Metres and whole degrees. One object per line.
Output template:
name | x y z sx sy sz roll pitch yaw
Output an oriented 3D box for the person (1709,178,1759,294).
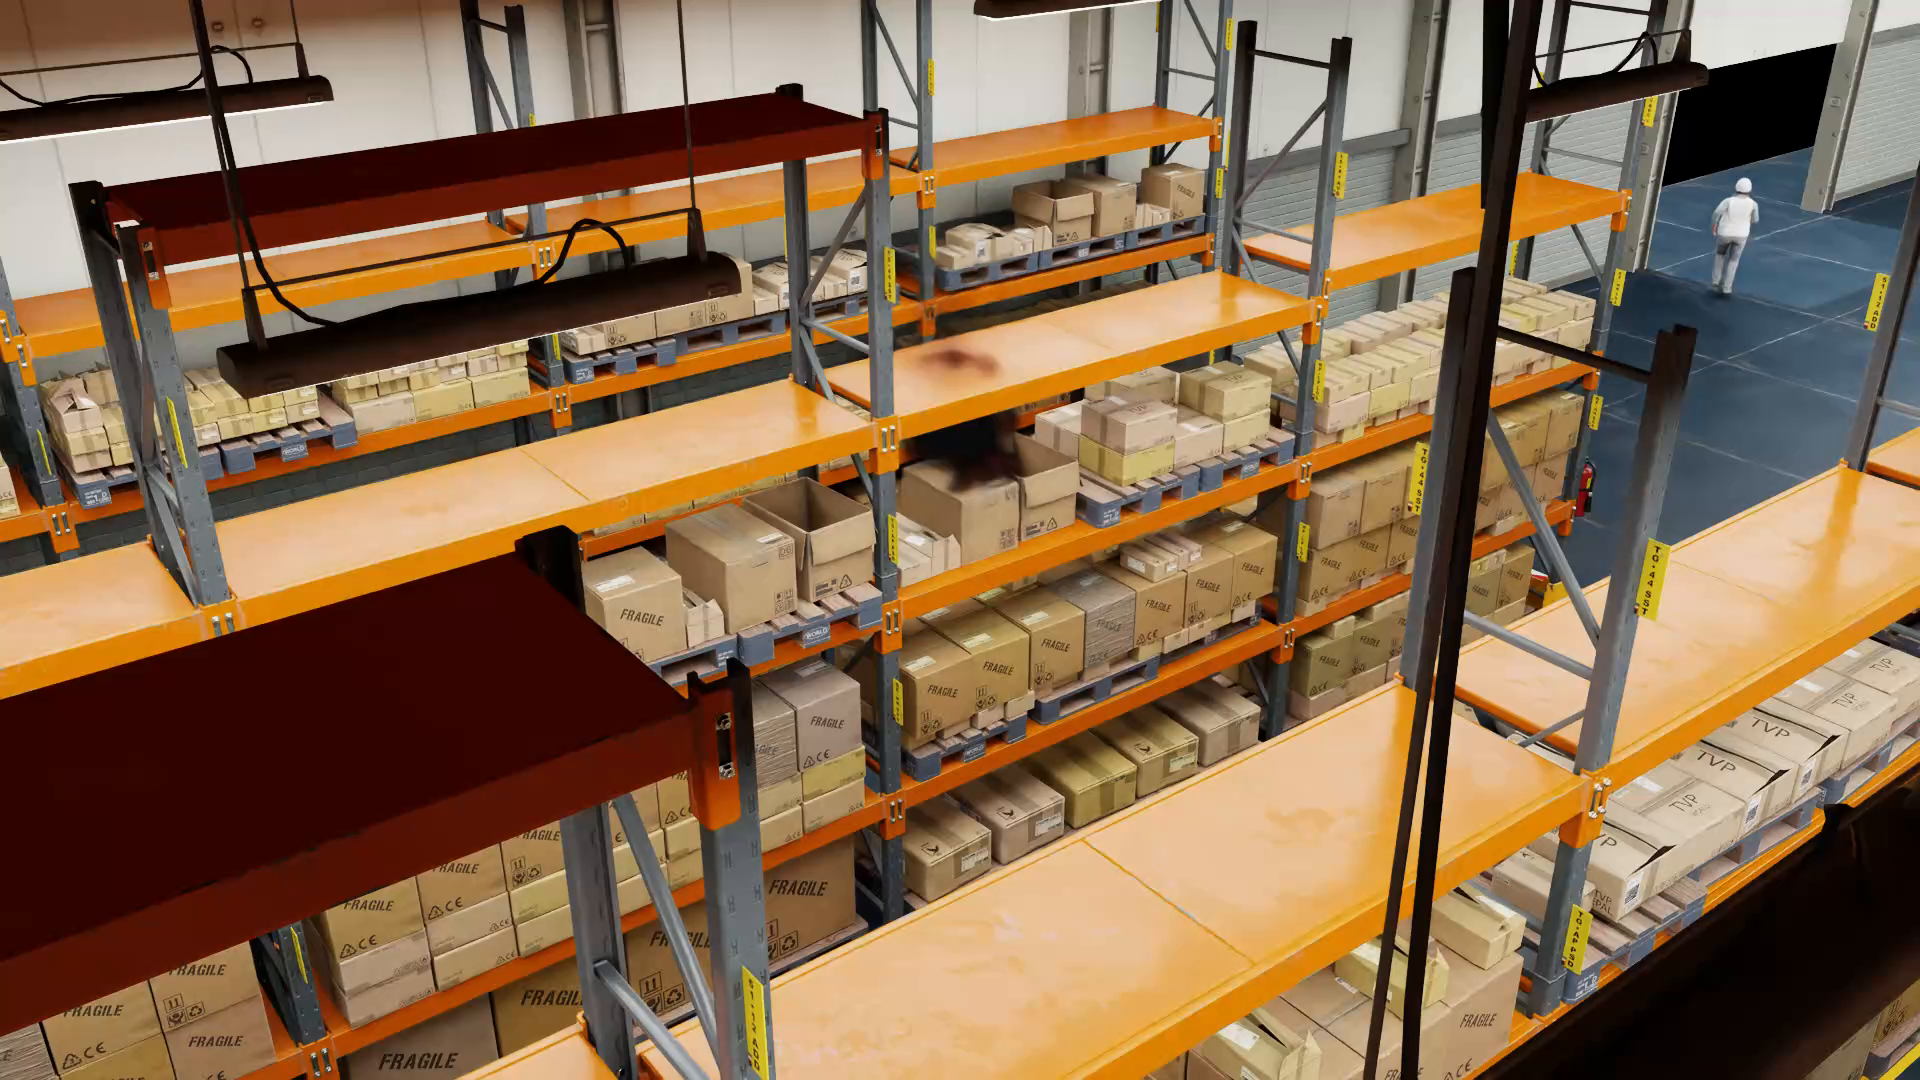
person | 11.903 -4.663 25.662 0.668 1.846 0.742 11 28 21
